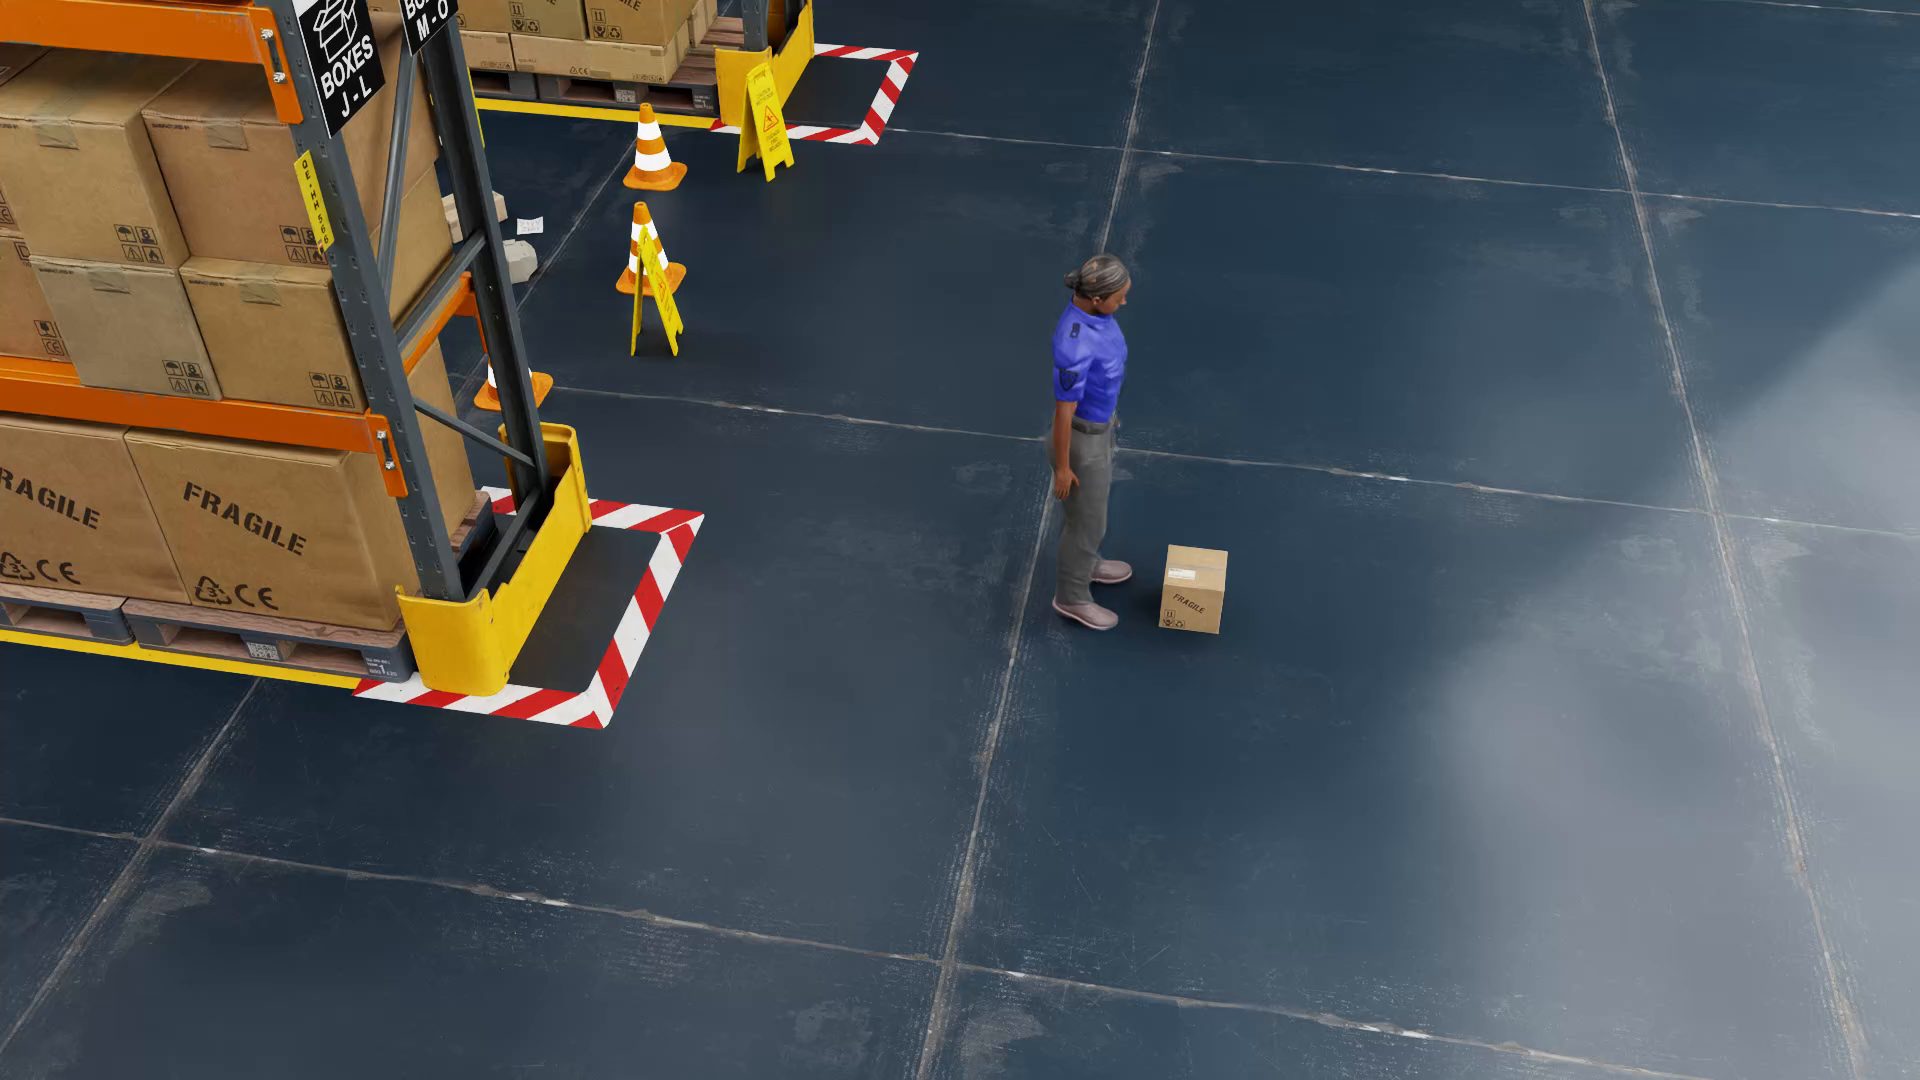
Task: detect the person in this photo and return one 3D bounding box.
[{"bbox_3d":[0.536,-0.391,6.611,0.373,1.692,0.525,7,41,9],"label":"person"}]
